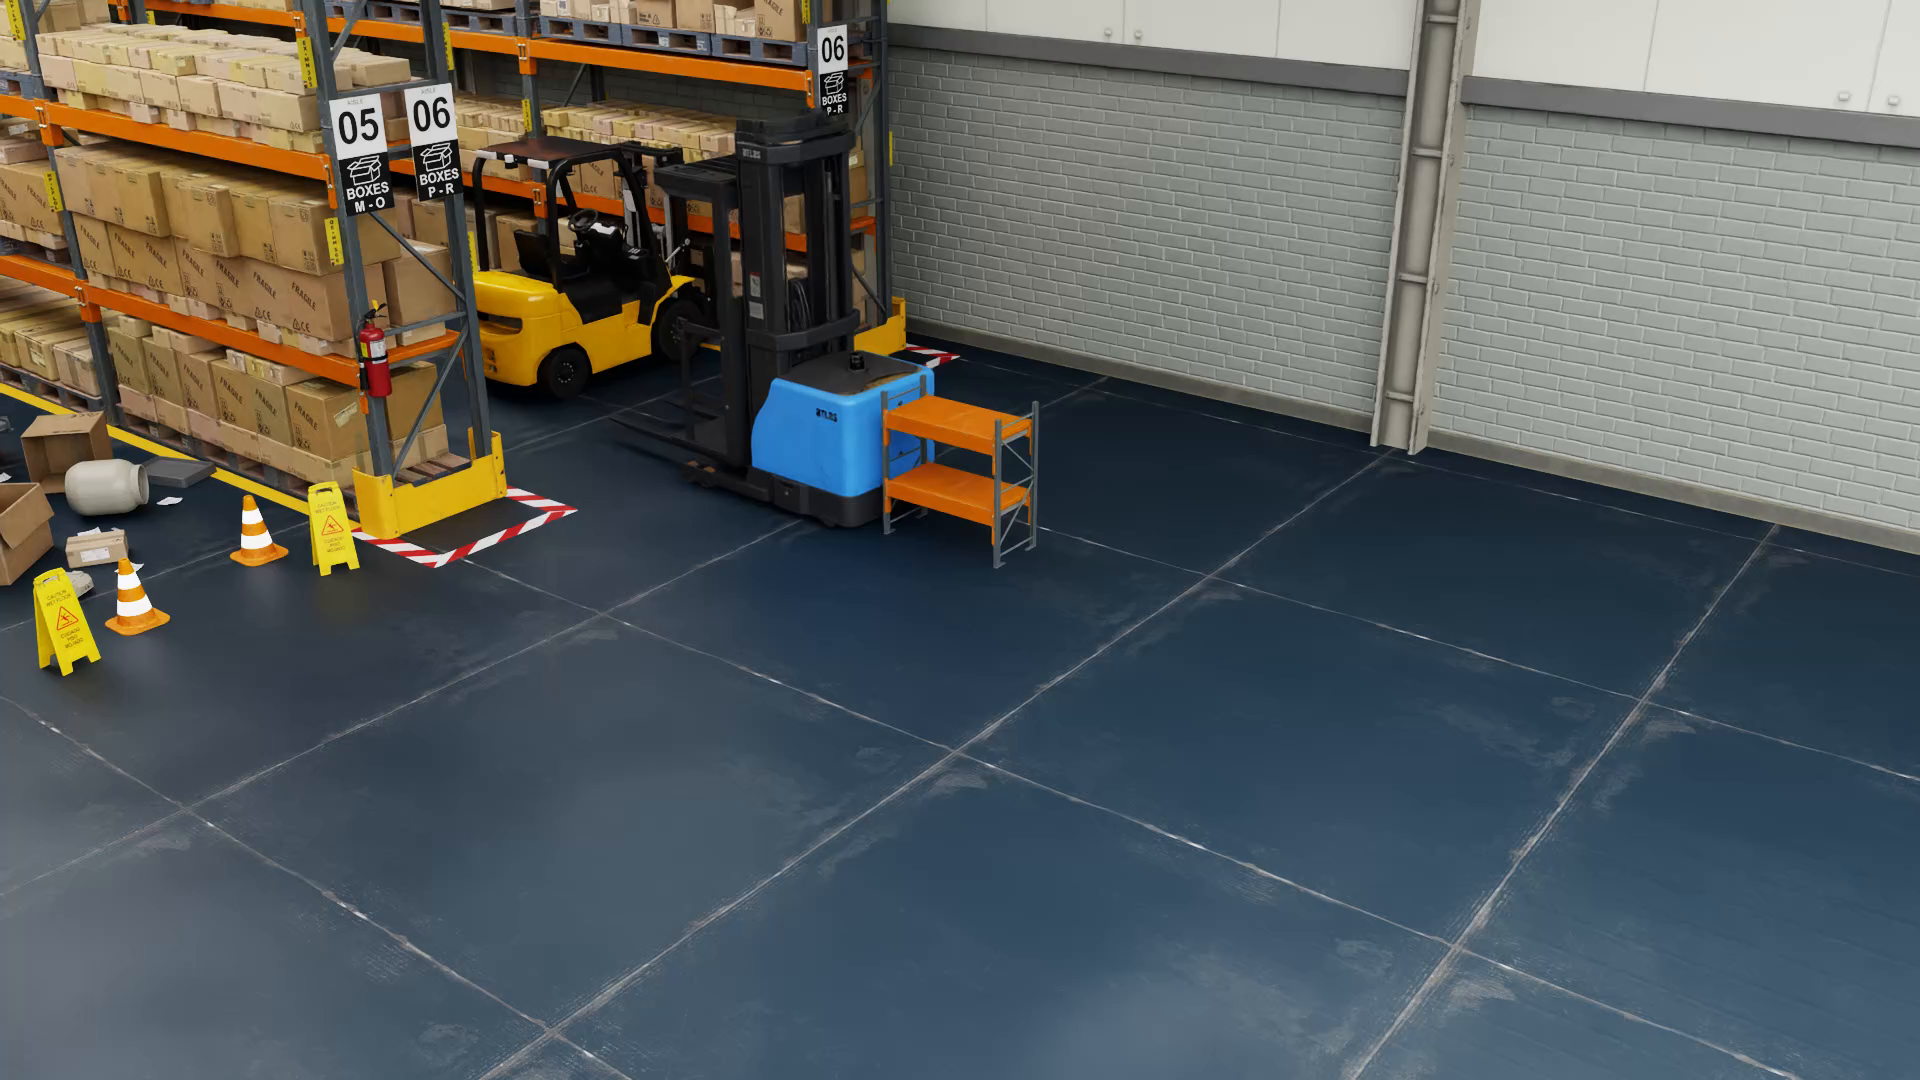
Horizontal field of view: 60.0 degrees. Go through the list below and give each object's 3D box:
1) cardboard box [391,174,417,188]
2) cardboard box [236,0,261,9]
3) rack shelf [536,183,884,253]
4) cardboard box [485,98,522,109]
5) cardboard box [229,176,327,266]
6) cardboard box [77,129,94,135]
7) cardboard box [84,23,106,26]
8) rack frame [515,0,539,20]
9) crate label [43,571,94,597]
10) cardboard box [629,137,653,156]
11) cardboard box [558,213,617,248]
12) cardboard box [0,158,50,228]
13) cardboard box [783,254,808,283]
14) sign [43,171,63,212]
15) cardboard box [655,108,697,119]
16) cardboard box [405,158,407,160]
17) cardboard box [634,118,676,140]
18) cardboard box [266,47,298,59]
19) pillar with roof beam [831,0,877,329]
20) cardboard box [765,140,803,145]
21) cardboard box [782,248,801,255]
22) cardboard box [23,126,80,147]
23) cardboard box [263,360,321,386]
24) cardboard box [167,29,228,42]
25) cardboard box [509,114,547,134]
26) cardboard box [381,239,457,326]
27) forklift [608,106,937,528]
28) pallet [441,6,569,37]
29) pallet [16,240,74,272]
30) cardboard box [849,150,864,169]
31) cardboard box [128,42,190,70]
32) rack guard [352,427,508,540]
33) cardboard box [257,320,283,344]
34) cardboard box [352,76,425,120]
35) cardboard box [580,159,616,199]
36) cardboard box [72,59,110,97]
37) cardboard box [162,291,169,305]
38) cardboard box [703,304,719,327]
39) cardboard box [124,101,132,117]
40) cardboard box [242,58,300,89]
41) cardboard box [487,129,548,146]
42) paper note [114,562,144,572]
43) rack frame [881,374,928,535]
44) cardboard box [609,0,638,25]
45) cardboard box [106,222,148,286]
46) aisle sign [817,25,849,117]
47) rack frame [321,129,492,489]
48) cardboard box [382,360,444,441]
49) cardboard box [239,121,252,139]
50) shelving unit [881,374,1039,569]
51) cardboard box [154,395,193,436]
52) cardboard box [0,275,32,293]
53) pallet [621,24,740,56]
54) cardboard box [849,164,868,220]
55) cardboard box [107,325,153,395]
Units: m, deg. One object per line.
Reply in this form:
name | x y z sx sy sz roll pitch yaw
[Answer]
cardboard box | -6.937 -4.062 20.324 0.625 0.625 0.875 18 29 35
cardboard box | -8.387 -6.583 20.086 0.500 0.250 0.500 17 29 33
rack shelf | -2.627 -3.331 17.134 4.000 0.370 1.077 17 29 33
cardboard box | -5.163 -4.907 18.889 0.250 0.149 0.380 17 29 33
cardboard box | -4.941 -2.392 12.376 0.500 0.500 0.700 17 29 34
cardboard box | -12.736 -5.697 24.189 0.500 0.500 0.700 18 30 35
cardboard box | -7.835 -4.431 14.682 0.500 0.250 0.500 16 29 33
rack frame | -4.227 -6.890 16.877 0.127 3.000 1.000 17 29 33
crate label | -6.178 0.318 11.510 0.298 0.136 0.250 3 24 6
cardboard box | -3.123 -4.006 16.844 0.250 0.149 0.380 16 28 32
cardboard box | -4.028 -3.318 17.859 0.500 0.250 0.500 16 29 33
cardboard box | -8.106 -3.073 14.642 0.500 0.500 0.500 17 29 34
cardboard box | -1.582 -2.579 16.184 0.500 0.250 0.500 18 29 35
sign | -7.531 -2.892 13.808 0.005 0.325 0.100 17 29 33
cardboard box | -2.962 -4.400 17.370 0.250 0.149 0.380 16 29 32
cardboard box | -6.404 -4.611 19.332 0.500 0.250 0.500 16 28 32
cardboard box | -3.072 -4.164 16.834 0.250 0.149 0.380 17 29 33
cardboard box | -4.949 -3.599 12.451 0.250 0.149 0.380 17 29 33
pillar with roof beam | -3.625 -4.993 12.571 0.400 9.000 9.100 17 29 33
cardboard box | -1.656 -3.724 15.835 0.250 0.149 0.380 17 29 33
cardboard box | -1.700 -2.865 16.833 0.500 0.250 0.500 17 29 33
cardboard box | -8.297 -3.670 15.192 0.250 0.149 0.380 19 30 36
cardboard box | -5.132 -1.325 12.843 0.250 0.149 0.380 18 29 35
cardboard box | -6.122 -4.008 13.380 0.250 0.149 0.380 18 29 35
cardboard box | -4.634 -4.498 17.960 0.250 0.149 0.380 18 29 35
cardboard box | -4.213 -1.961 12.637 0.500 0.500 0.500 16 29 33
forklift | -1.639 -1.906 13.091 3.031 2.935 1.130 18 30 36
pallet | -4.941 -5.639 17.995 1.217 0.209 0.805 16 28 31
pallet | -7.726 -2.686 15.014 1.213 0.211 1.003 17 29 33
cardboard box | -1.142 -3.685 16.116 0.250 0.149 0.380 16 28 32
cardboard box | -6.070 -3.686 12.648 0.250 0.149 0.380 16 29 33
rack guard | -4.061 -0.449 12.800 0.348 0.500 1.175 17 29 33
cardboard box | -5.114 -1.628 12.687 0.250 0.149 0.380 17 29 34
cardboard box | -4.243 -3.222 12.091 0.500 0.250 0.500 16 29 32
cardboard box | -3.602 -3.878 17.358 0.500 0.500 0.500 17 29 34
cardboard box | -6.595 -3.666 13.097 0.500 0.250 0.500 17 29 33
cardboard box | -6.268 -2.023 13.584 0.250 0.149 0.380 17 29 33
cardboard box | -2.379 -2.370 16.948 0.500 0.250 0.500 17 29 34
cardboard box | -6.275 -3.398 12.984 0.250 0.149 0.380 16 28 32
cardboard box | -4.847 -3.314 11.805 0.250 0.149 0.380 16 29 33
cardboard box | -4.774 -4.341 18.098 0.500 0.250 0.500 16 28 32
paper note | -5.951 0.198 11.914 0.142 0.019 0.148 7 25 15
rack frame | -0.412 -0.639 12.457 0.032 1.125 0.500 17 29 33
cardboard box | -3.222 -5.237 16.367 0.258 0.266 0.396 16 28 32
cardboard box | -6.601 -2.414 13.666 0.500 0.500 0.500 17 29 33
aisle sign | -1.150 -4.256 15.116 0.004 0.787 0.394 17 29 33
rack frame | -4.001 -1.575 12.254 0.127 3.000 1.000 17 29 33
cardboard box | -4.500 -1.142 13.231 0.500 0.500 0.500 16 28 32
cardboard box | -5.028 -3.036 12.162 0.250 0.149 0.380 17 29 34
shelving unit | -0.005 -0.516 12.178 1.048 1.125 0.538 17 29 33
cardboard box | -6.457 -1.121 14.113 0.500 0.250 0.500 19 30 36
cardboard box | -9.956 -2.359 16.773 0.625 0.372 0.950 15 28 30
pallet | -2.557 -4.983 16.380 1.213 0.211 1.003 17 29 33
cardboard box | -1.256 -3.432 16.346 0.500 0.500 0.500 18 29 35
cardboard box | -6.891 -1.589 14.247 0.500 0.500 0.500 18 30 36
